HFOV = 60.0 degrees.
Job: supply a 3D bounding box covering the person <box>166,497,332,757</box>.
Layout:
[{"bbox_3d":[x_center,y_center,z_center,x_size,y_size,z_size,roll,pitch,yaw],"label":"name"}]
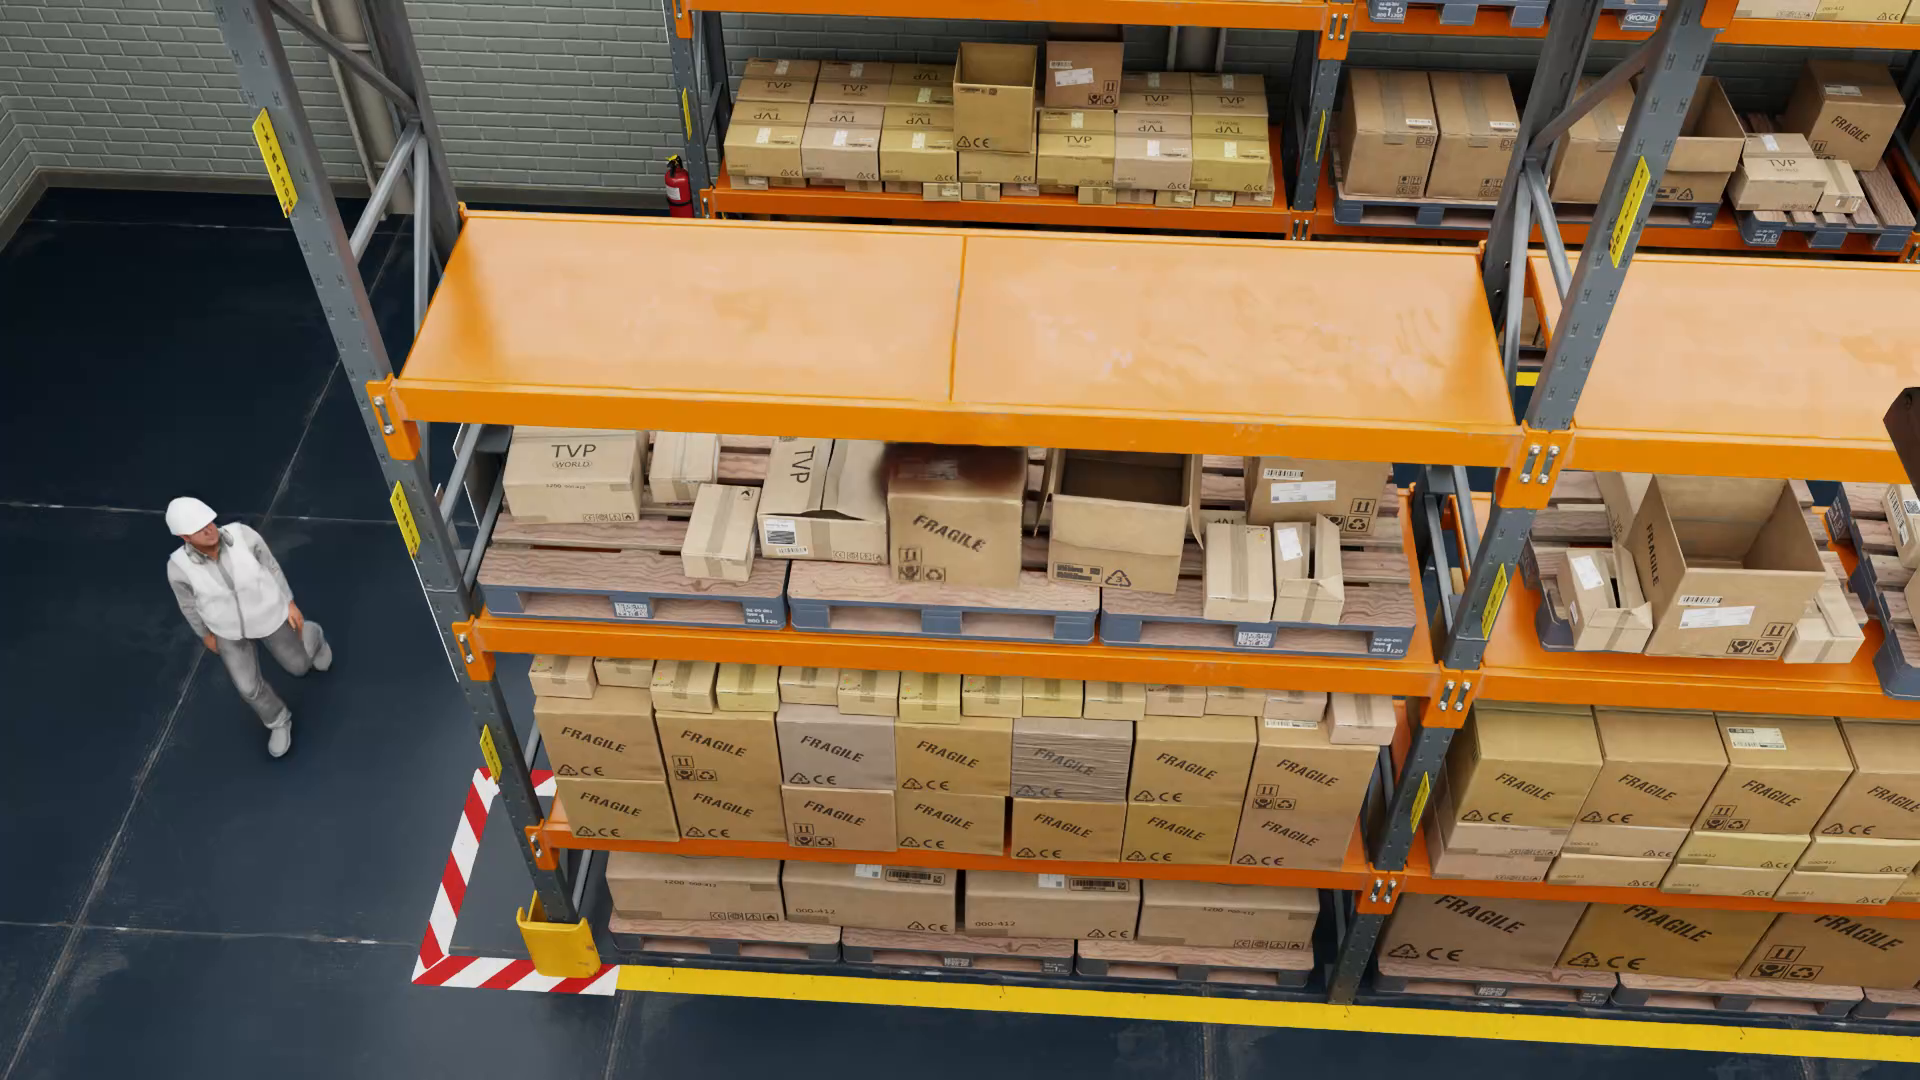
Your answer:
[{"bbox_3d":[-3.950,0.392,9.203,0.556,1.728,0.806,-7,48,-6],"label":"person"}]
